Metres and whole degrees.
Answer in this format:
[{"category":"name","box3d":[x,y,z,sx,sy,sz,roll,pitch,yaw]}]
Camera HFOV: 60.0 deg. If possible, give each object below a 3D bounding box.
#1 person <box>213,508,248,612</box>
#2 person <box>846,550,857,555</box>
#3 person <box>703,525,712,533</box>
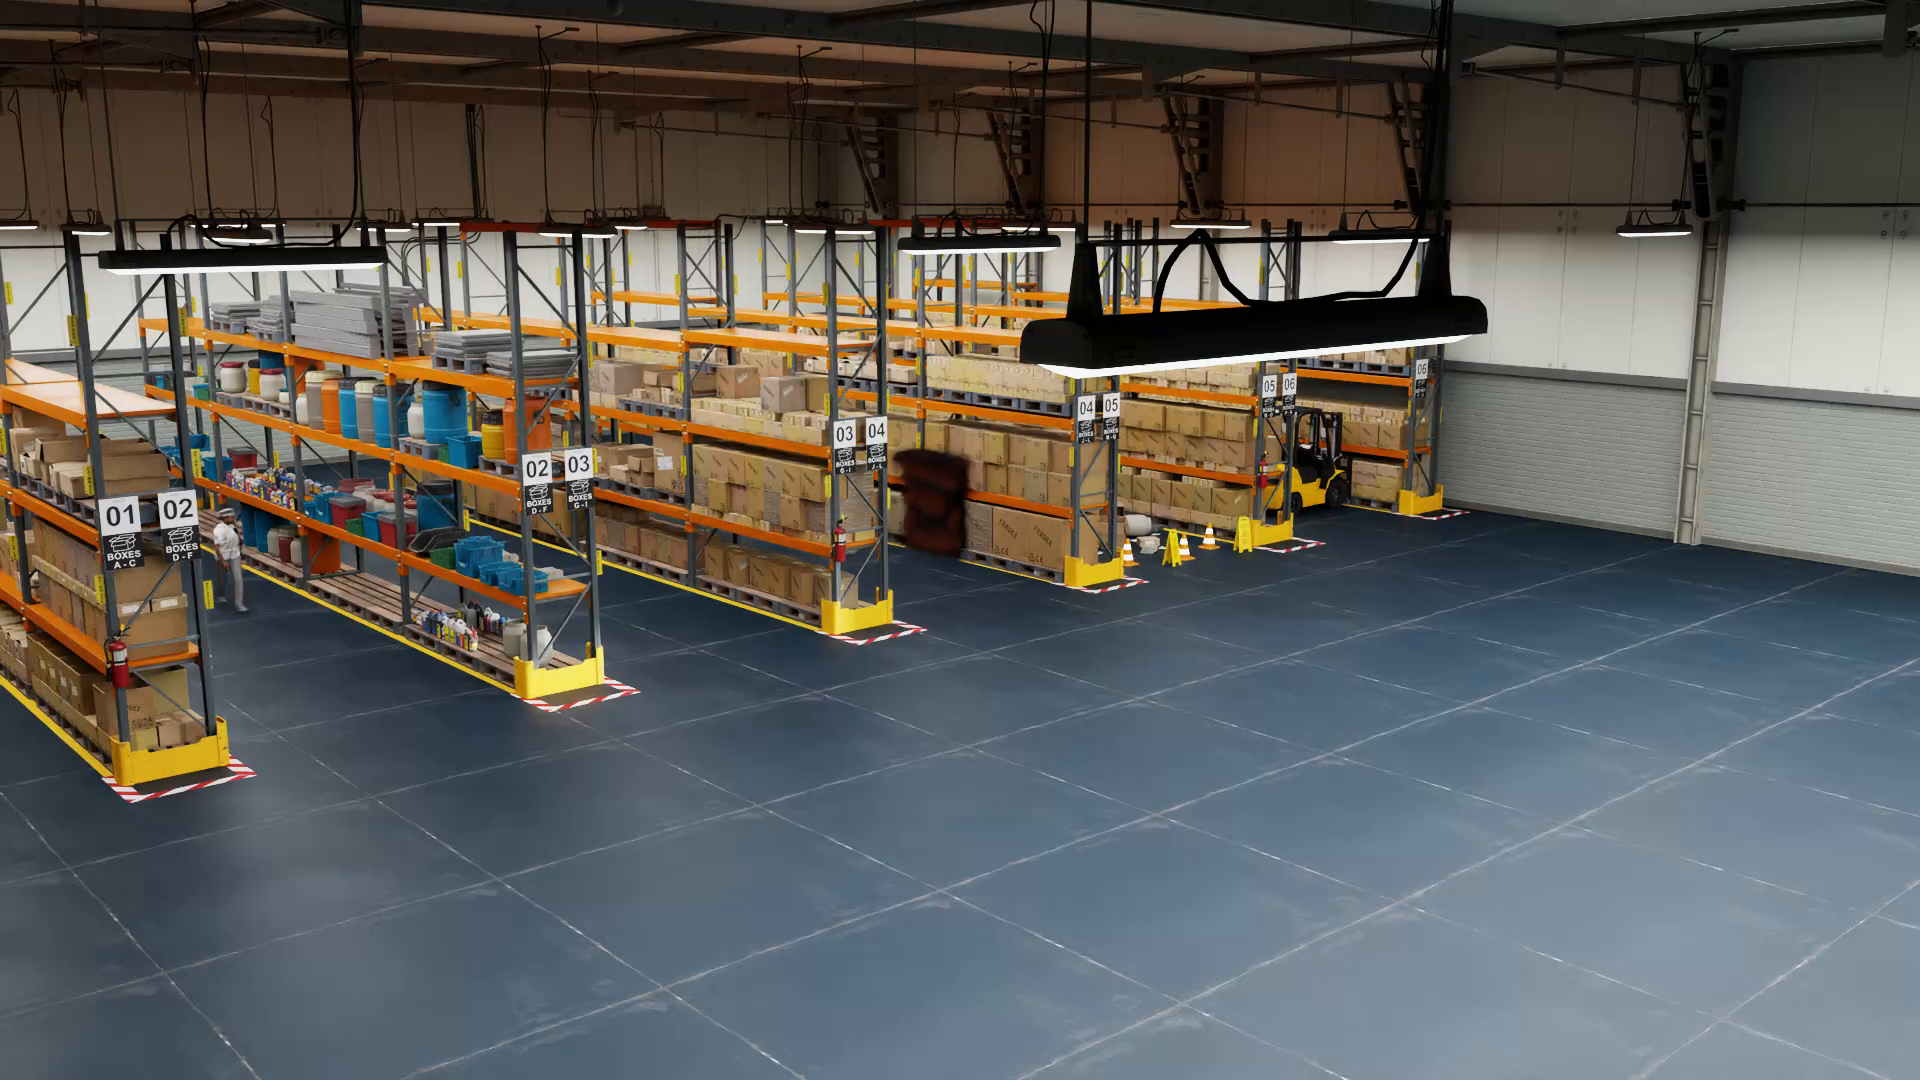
[{"category":"person","box3d":[-11.575,0.289,26.296,0.422,1.616,0.928,-8,14,-35]},{"category":"person","box3d":[-2.258,-0.595,29.024,0.989,1.728,0.528,8,14,35]},{"category":"person","box3d":[-4.552,-0.814,31.733,0.895,1.472,0.411,10,15,39]}]
